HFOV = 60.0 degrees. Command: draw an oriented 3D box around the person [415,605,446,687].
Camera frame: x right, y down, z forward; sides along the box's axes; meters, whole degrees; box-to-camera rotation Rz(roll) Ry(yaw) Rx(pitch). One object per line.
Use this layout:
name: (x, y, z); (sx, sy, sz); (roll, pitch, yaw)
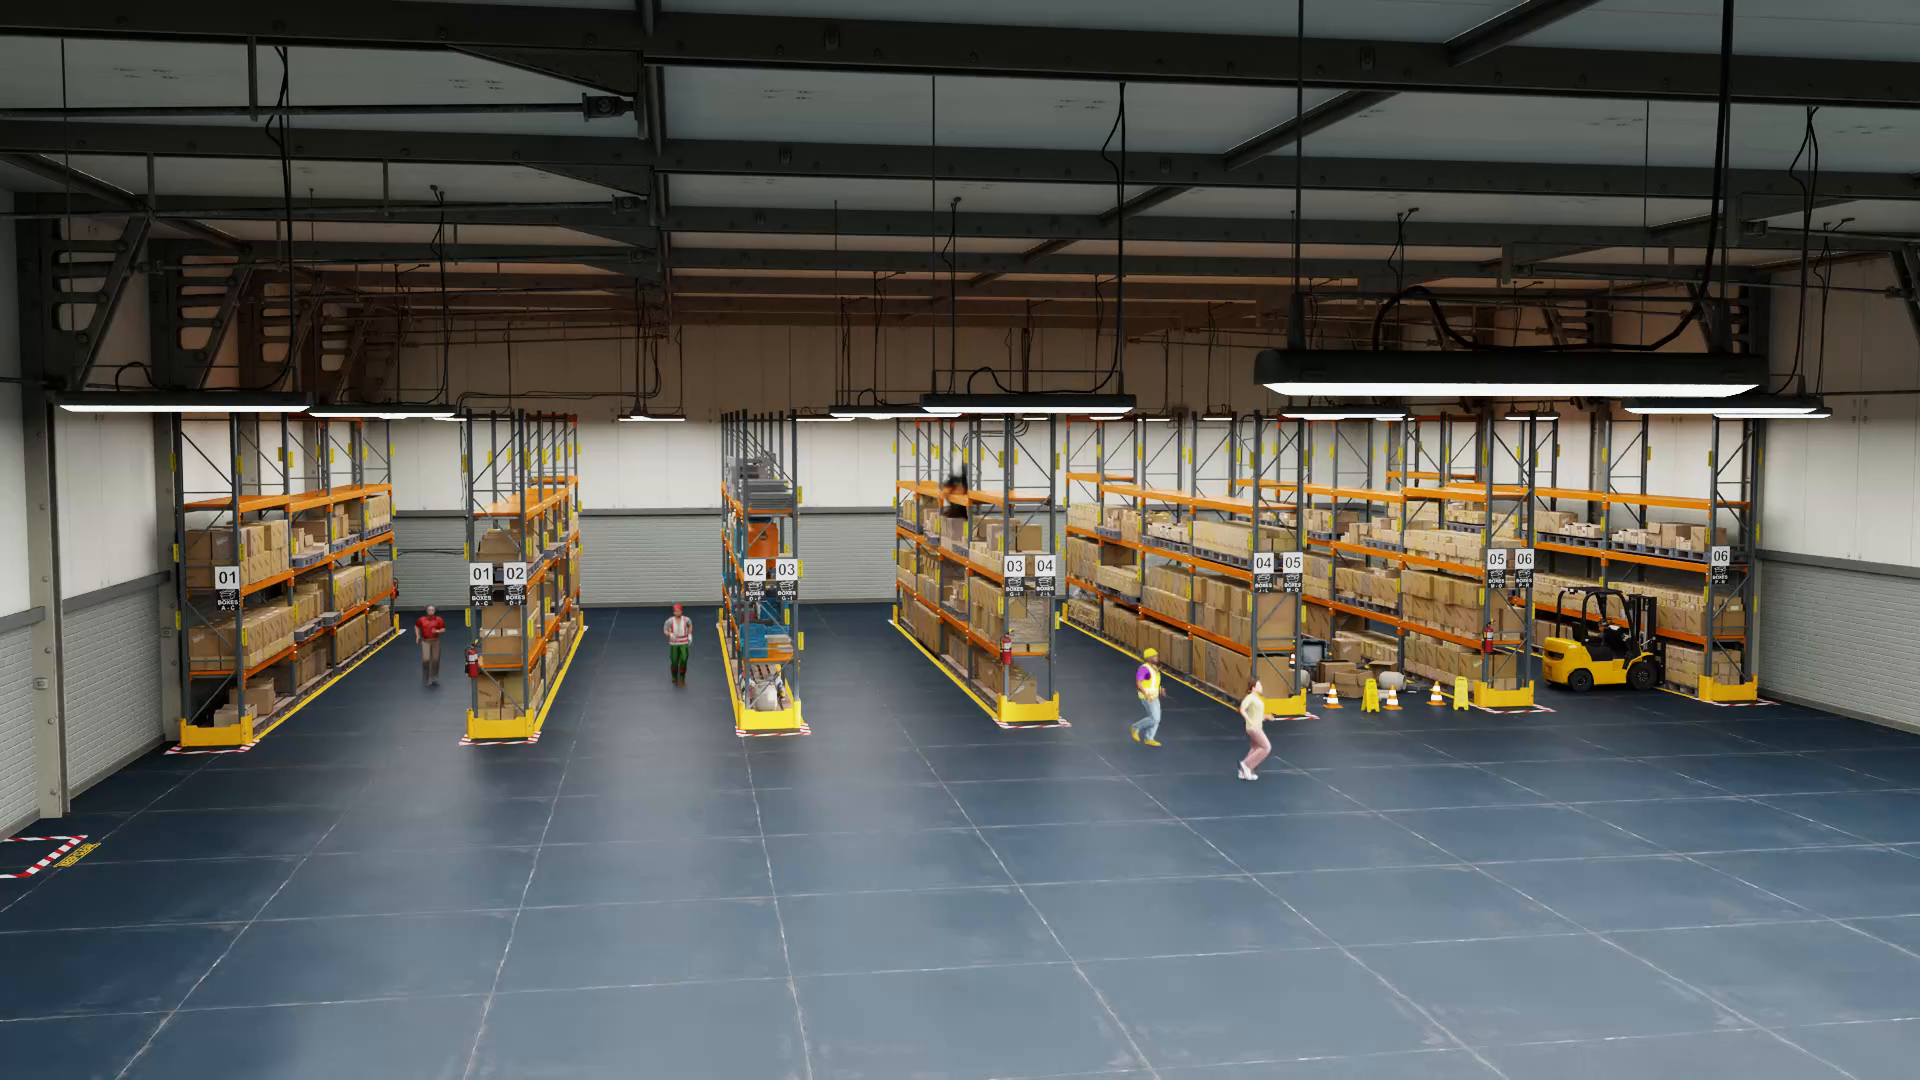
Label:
person: (-11.606, 2.331, 36.483); (0.631, 1.798, 0.754); (-1, 4, -20)

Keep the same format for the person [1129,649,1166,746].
person: (3.339, 2.794, 29.663); (0.578, 1.738, 0.719); (2, 4, 25)

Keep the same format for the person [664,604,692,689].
person: (-6.153, 2.309, 36.290); (0.602, 1.838, 0.818); (-1, 4, -10)

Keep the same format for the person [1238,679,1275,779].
person: (4.758, 3.034, 26.690); (0.553, 1.628, 0.555); (1, 4, 19)

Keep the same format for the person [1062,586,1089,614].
person: (3.584, 1.344, 49.888); (1.049, 1.740, 0.673); (0, 4, -6)
